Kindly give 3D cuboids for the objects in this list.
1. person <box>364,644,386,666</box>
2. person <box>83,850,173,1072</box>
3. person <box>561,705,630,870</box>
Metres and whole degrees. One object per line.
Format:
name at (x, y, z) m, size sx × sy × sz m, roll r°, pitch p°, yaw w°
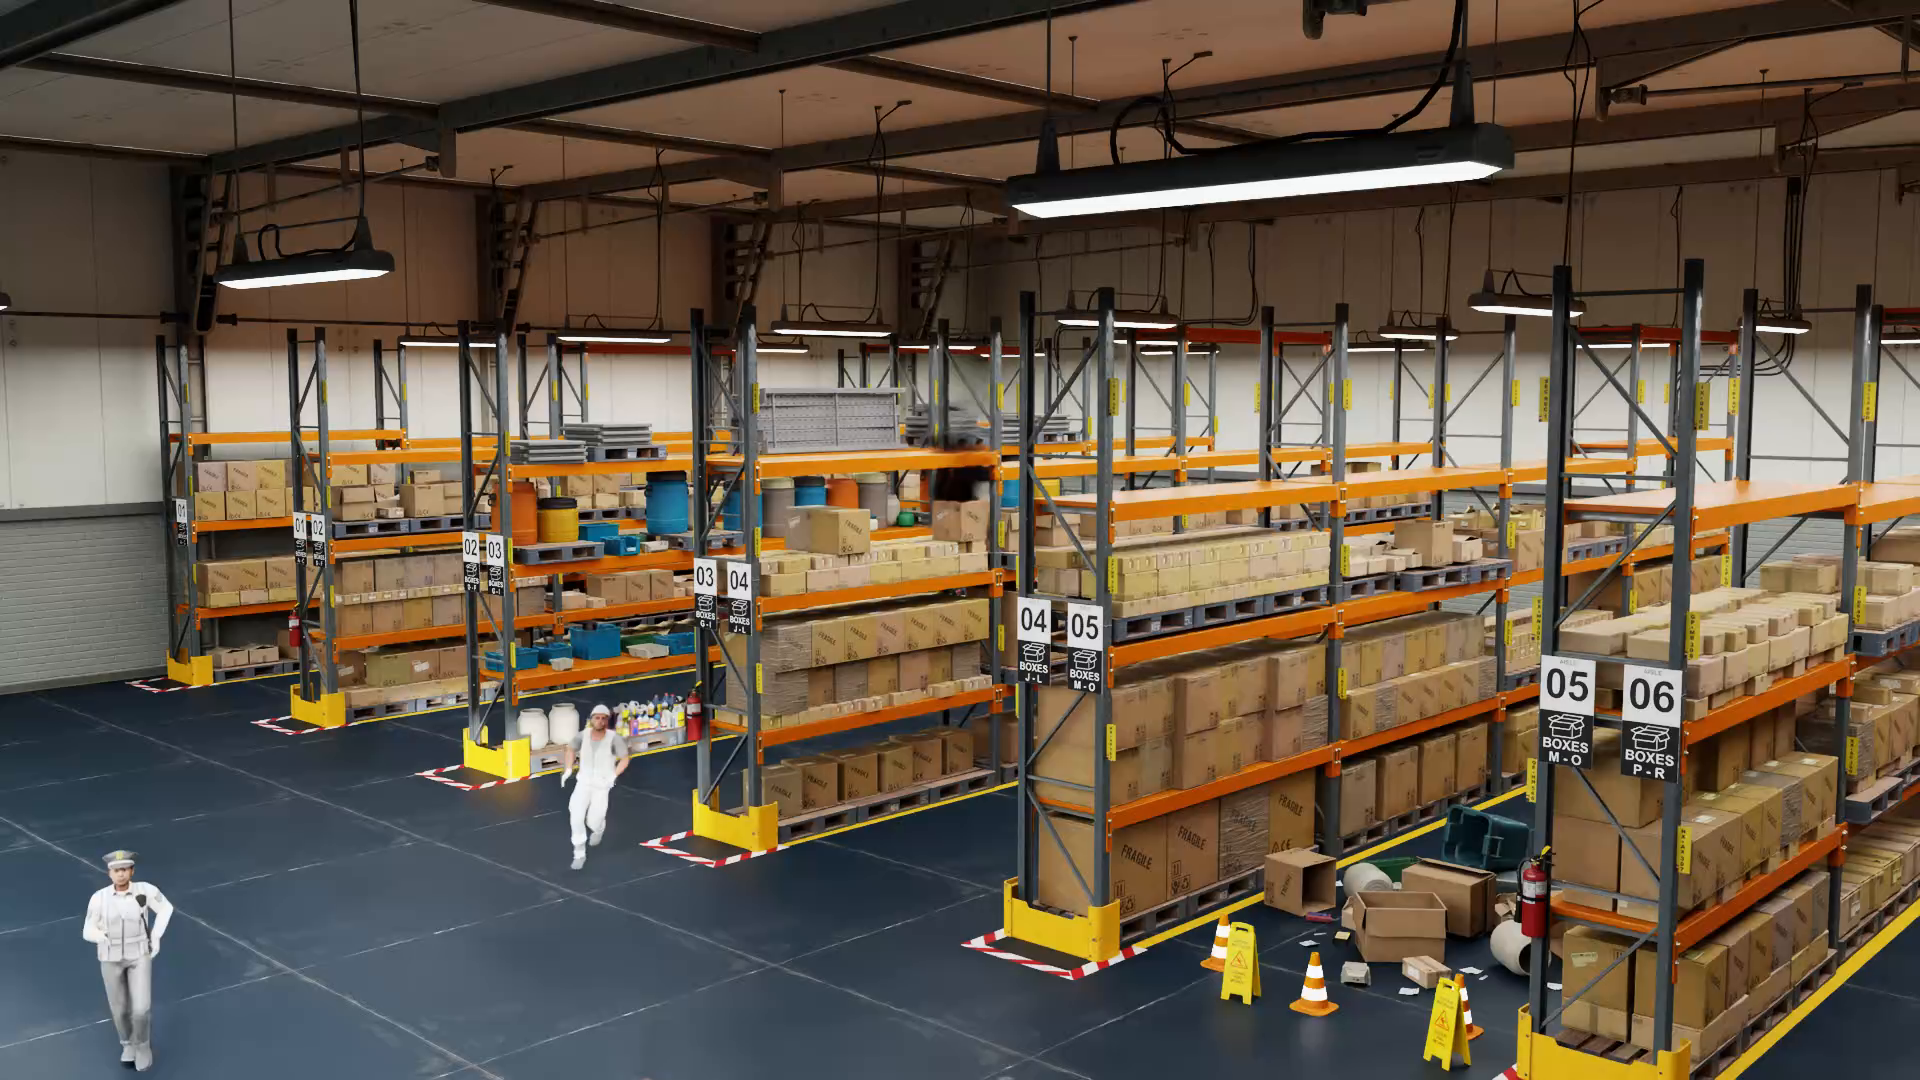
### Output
person at (-9.822, 1.684, 27.899) m, size 0.693 × 1.813 × 0.702 m, roll 5°, pitch 7°, yaw 43°
person at (-6.234, 3.162, 12.462) m, size 0.595 × 1.705 × 0.630 m, roll -2°, pitch 6°, yaw -21°
person at (-3.925, 2.637, 17.974) m, size 0.709 × 1.761 × 0.705 m, roll 0°, pitch 5°, yaw 4°
